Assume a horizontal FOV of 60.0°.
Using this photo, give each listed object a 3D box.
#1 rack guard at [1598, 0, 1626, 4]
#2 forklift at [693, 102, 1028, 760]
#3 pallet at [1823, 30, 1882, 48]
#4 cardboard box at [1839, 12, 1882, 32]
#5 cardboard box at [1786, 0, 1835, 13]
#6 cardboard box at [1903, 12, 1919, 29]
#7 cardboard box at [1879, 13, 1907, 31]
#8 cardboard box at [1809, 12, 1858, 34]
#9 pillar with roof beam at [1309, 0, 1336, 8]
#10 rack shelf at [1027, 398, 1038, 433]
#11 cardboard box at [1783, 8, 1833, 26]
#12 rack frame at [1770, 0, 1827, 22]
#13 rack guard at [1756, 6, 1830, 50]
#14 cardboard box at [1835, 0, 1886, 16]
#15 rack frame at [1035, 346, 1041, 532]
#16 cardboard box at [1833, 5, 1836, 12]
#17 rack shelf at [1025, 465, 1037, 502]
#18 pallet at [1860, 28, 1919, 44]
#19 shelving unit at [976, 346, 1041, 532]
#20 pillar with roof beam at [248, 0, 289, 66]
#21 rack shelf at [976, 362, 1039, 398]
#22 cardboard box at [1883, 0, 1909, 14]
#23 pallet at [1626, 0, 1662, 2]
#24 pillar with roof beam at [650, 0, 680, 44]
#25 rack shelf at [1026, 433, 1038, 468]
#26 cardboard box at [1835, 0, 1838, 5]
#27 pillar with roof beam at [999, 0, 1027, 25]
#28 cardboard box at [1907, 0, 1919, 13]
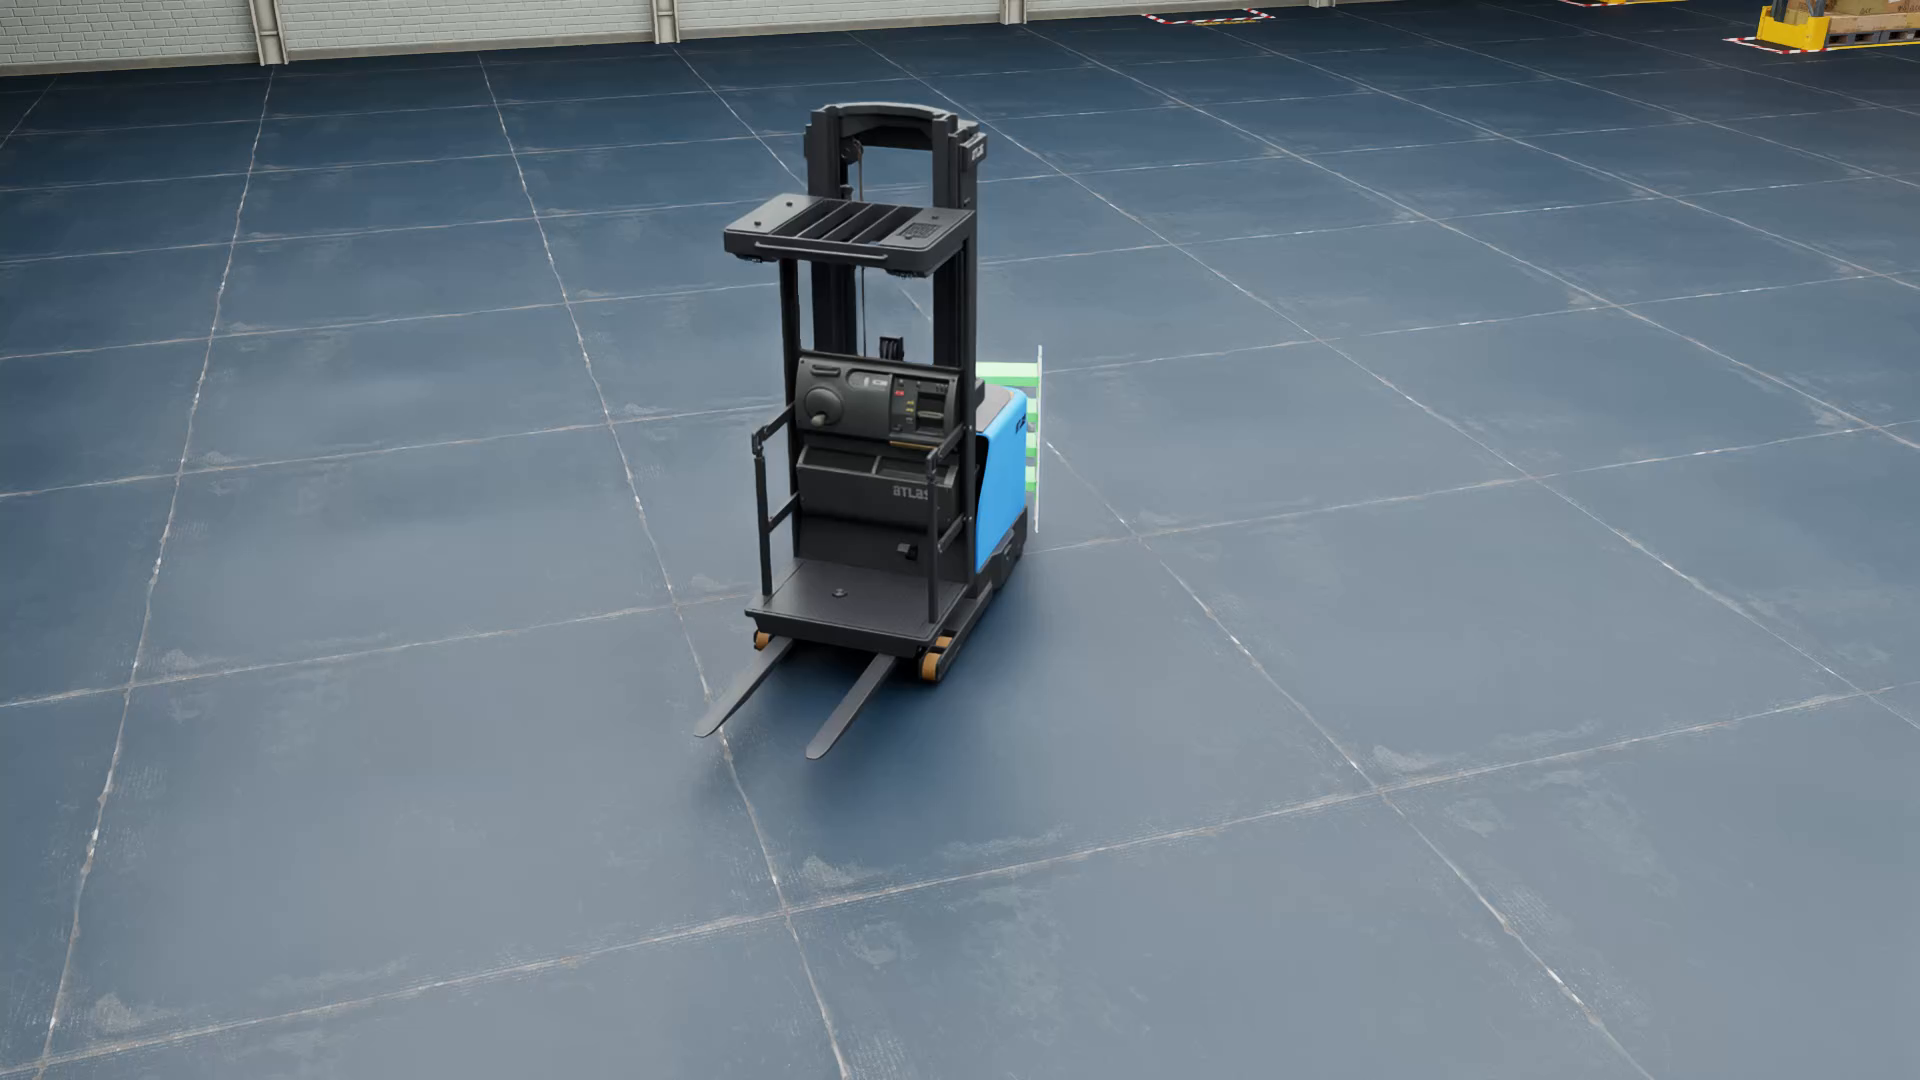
[{"bbox_3d":[12.001,-10.382,31.101,0.348,0.500,1.175,-8,28,-16],"label":"rack guard"},{"bbox_3d":[-0.529,-0.729,8.923,1.130,2.935,3.031,9,28,17],"label":"forklift"},{"bbox_3d":[14.180,-8.272,27.174,1.213,0.211,1.003,-8,28,-16],"label":"pallet"},{"bbox_3d":[14.519,-8.404,26.925,0.500,0.250,0.500,-8,28,-16],"label":"cardboard box"},{"bbox_3d":[13.884,-8.890,27.060,0.500,0.500,0.500,-8,28,-16],"label":"cardboard box"},{"bbox_3d":[15.471,-8.540,27.198,0.500,0.250,0.500,-8,28,-16],"label":"cardboard box"},{"bbox_3d":[14.994,-8.473,27.064,0.500,0.250,0.500,-8,28,-16],"label":"cardboard box"},{"bbox_3d":[14.045,-8.334,26.784,0.500,0.250,0.500,-8,28,-16],"label":"cardboard box"},{"bbox_3d":[7.954,-11.994,24.790,0.400,9.000,9.100,-8,28,-16],"label":"pillar with roof beam"},{"bbox_3d":[0.259,-0.803,10.623,0.480,0.148,0.258,1,26,2],"label":"rack shelf"},{"bbox_3d":[13.884,-8.553,27.225,0.500,0.250,0.500,-8,28,-16],"label":"cardboard box"},{"bbox_3d":[13.466,-9.398,26.306,0.127,3.000,1.000,-8,28,-16],"label":"rack frame"},{"bbox_3d":[13.443,-8.275,26.855,0.348,0.500,1.175,-8,28,-16],"label":"rack guard"},{"bbox_3d":[14.519,-8.739,26.757,0.500,0.500,0.500,-8,28,-16],"label":"cardboard box"},{"bbox_3d":[0.503,-0.641,10.691,0.015,1.200,0.240,1,26,2],"label":"rack frame"},{"bbox_3d":[14.356,-8.627,27.374,0.500,0.250,0.500,-8,28,-16],"label":"cardboard box"},{"bbox_3d":[0.259,-0.373,10.836,0.480,0.148,0.258,1,26,2],"label":"rack shelf"},{"bbox_3d":[15.338,-8.438,27.509,1.213,0.211,1.003,-8,28,-16],"label":"pallet"},{"bbox_3d":[0.259,-0.646,10.701,0.503,1.200,0.258,1,26,2],"label":"shelving unit"},{"bbox_3d":[-9.161,-9.516,19.798,0.400,9.000,9.100,-8,28,-16],"label":"pillar with roof beam"},{"bbox_3d":[0.259,-1.018,10.516,0.480,0.148,0.258,1,26,2],"label":"rack shelf"},{"bbox_3d":[14.991,-8.814,26.907,0.500,0.500,0.500,-8,28,-16],"label":"cardboard box"},{"bbox_3d":[12.784,-10.350,31.360,1.213,0.211,1.003,-8,28,-16],"label":"pallet"},{"bbox_3d":[-3.456,-10.342,21.462,0.400,9.000,9.100,-8,28,-16],"label":"pillar with roof beam"},{"bbox_3d":[0.259,-0.588,10.729,0.480,0.148,0.258,1,26,2],"label":"rack shelf"},{"bbox_3d":[14.830,-9.034,27.350,0.500,0.500,0.500,-8,28,-16],"label":"cardboard box"},{"bbox_3d":[2.249,-11.168,23.126,0.400,9.000,9.100,-8,28,-16],"label":"pillar with roof beam"},{"bbox_3d":[15.472,-8.875,27.031,0.500,0.500,0.500,-8,28,-16],"label":"cardboard box"}]
